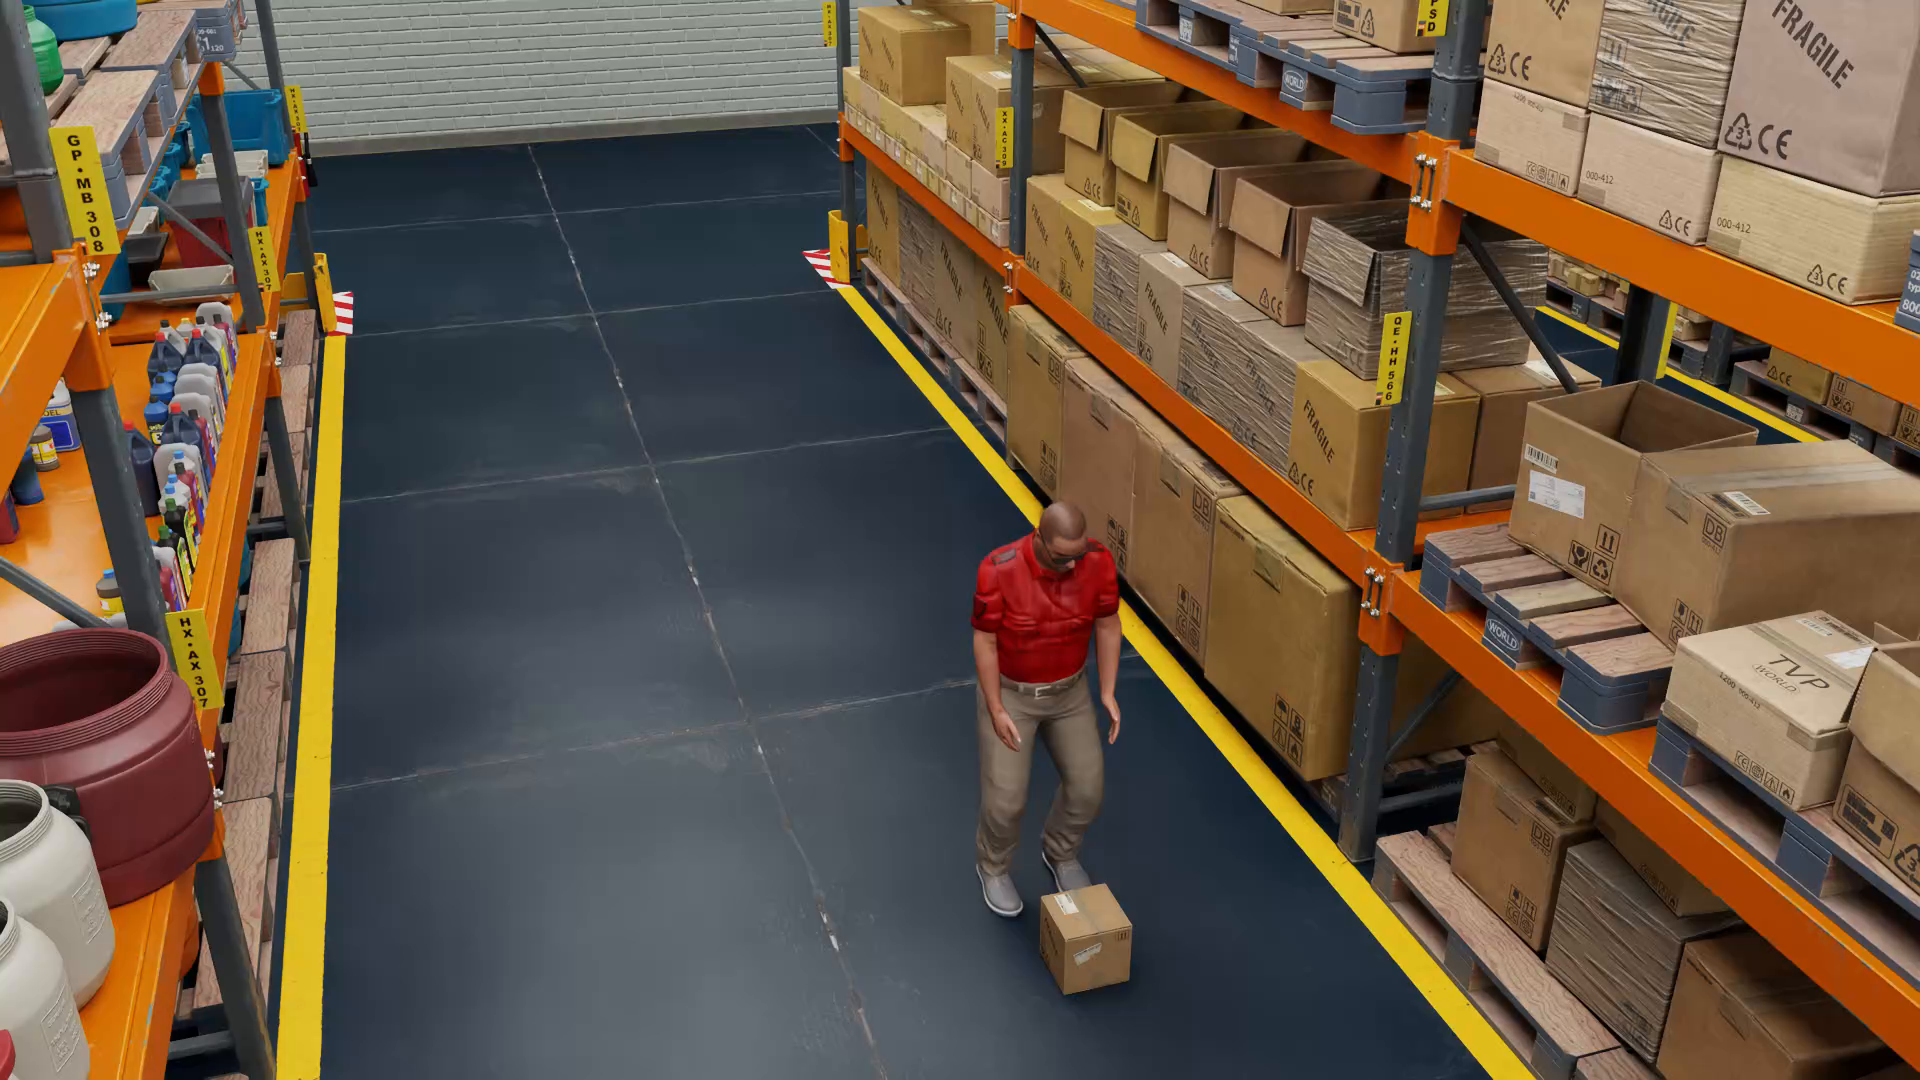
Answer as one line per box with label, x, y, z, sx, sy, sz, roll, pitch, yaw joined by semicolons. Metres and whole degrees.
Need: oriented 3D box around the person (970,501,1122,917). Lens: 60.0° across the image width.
person;0.310;0.578;6.043;0.560;1.666;0.447;-7;27;-15
